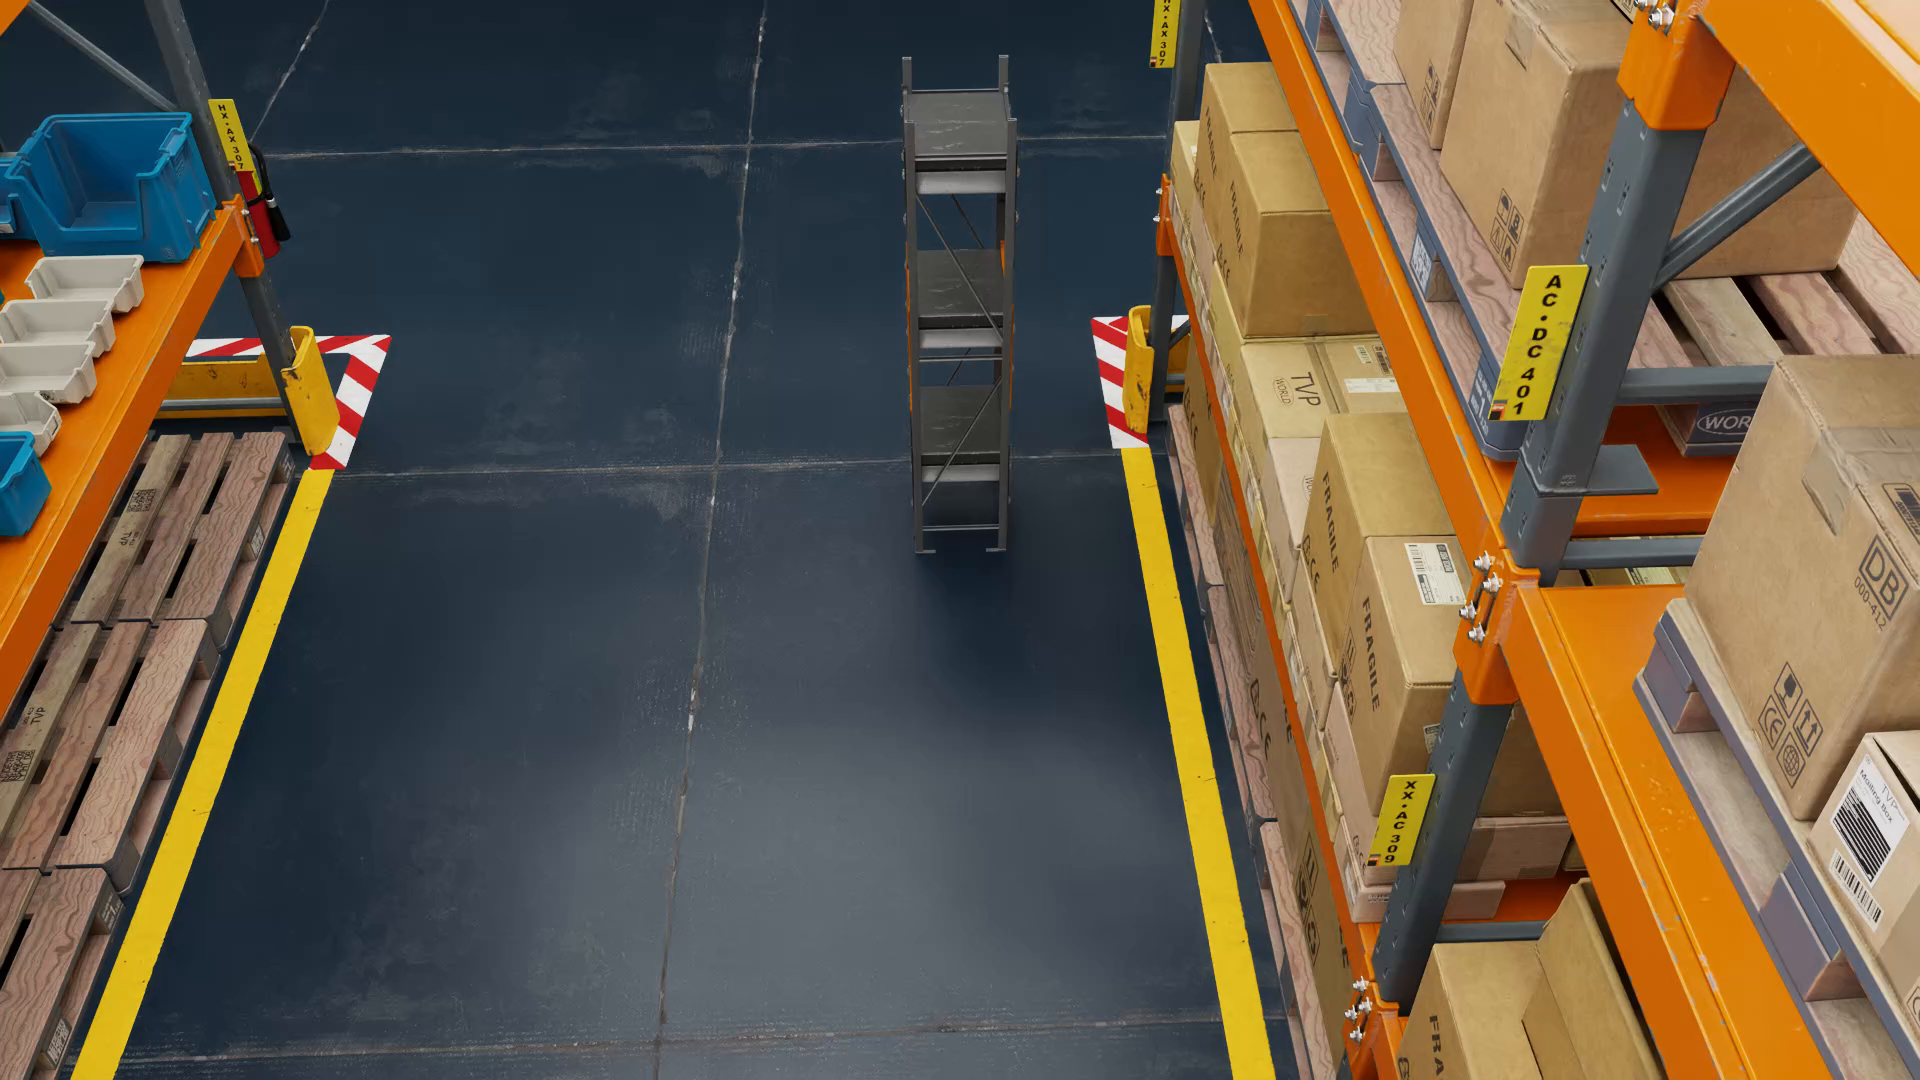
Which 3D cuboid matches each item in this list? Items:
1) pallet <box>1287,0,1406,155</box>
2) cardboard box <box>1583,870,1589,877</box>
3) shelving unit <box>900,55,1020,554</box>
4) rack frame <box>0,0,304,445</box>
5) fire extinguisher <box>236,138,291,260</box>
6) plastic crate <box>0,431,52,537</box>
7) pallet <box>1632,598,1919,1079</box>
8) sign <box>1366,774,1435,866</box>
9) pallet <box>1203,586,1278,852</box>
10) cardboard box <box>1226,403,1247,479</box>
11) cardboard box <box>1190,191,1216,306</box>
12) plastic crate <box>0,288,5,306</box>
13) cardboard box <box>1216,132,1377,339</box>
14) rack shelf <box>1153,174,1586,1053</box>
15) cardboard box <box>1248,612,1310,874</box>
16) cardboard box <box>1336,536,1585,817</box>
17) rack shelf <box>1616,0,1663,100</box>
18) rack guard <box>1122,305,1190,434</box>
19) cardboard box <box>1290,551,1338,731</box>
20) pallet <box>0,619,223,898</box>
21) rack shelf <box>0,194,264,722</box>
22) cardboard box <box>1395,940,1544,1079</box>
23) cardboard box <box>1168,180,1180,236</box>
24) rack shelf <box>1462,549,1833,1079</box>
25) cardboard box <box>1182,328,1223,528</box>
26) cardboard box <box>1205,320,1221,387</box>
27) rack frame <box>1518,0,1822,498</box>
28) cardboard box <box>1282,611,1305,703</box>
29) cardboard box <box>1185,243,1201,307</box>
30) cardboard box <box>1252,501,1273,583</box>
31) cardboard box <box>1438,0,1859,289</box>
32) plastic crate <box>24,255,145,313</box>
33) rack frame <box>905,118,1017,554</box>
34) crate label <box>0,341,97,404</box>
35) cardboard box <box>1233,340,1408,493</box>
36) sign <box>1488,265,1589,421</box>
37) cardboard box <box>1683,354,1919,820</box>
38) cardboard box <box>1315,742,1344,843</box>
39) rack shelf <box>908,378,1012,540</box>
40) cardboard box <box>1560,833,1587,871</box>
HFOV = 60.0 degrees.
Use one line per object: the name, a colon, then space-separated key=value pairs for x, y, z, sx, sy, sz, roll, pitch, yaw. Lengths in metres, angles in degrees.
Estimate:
pallet: x=1.482 y=-1.476 z=4.636 sx=1.003 sy=0.211 sz=1.213 roll=-2 pitch=43 yaw=-2
cardboard box: x=1.875 y=0.855 z=4.433 sx=0.380 sy=0.149 sz=0.250 roll=-2 pitch=43 yaw=-2
shelving unit: x=-0.007 y=-0.886 z=6.812 sx=0.431 sy=2.100 sz=0.503 roll=-2 pitch=43 yaw=-2
rack frame: x=-3.563 y=-1.587 z=6.911 sx=1.000 sy=3.000 sz=0.127 roll=-2 pitch=43 yaw=-2
fire extinguisher: x=-3.116 y=-1.536 z=7.188 sx=0.296 sy=0.674 sz=0.183 roll=-2 pitch=43 yaw=-2
plastic crate: x=-3.220 y=-0.168 z=5.443 sx=0.416 sy=0.233 sz=0.300 roll=-2 pitch=43 yaw=-2
pallet: x=1.643 y=0.554 z=2.497 sx=0.805 sy=0.209 sz=1.217 roll=-3 pitch=43 yaw=-4
sign: x=1.001 y=0.640 z=3.782 sx=0.100 sy=0.325 sz=0.005 roll=-2 pitch=43 yaw=-2
pallet: x=1.546 y=0.658 z=6.525 sx=1.003 sy=0.211 sz=1.213 roll=-2 pitch=43 yaw=-2
cardboard box: x=1.137 y=-0.349 z=5.746 sx=0.380 sy=0.149 sz=0.250 roll=-3 pitch=43 yaw=-3
cardboard box: x=1.165 y=-1.101 z=6.272 sx=0.500 sy=0.250 sz=0.500 roll=-2 pitch=43 yaw=-2
plastic crate: x=-3.854 y=-0.927 z=6.270 sx=0.416 sy=0.233 sz=0.300 roll=-2 pitch=43 yaw=-2
cardboard box: x=1.185 y=-1.041 z=5.651 sx=0.500 sy=0.500 sz=0.500 roll=-3 pitch=43 yaw=-3
rack shelf: x=1.470 y=-0.114 z=5.836 sx=1.077 sy=0.370 sz=4.000 roll=-2 pitch=43 yaw=-2
cardboard box: x=1.569 y=0.544 z=5.847 sx=0.875 sy=0.875 sz=0.875 roll=-2 pitch=43 yaw=-2
cardboard box: x=1.268 y=0.338 z=4.147 sx=0.500 sy=0.500 sz=0.500 roll=-1 pitch=43 yaw=-1
rack shelf: x=1.470 y=-2.178 z=3.944 sx=1.077 sy=0.370 sz=4.000 roll=-2 pitch=43 yaw=-2
rack guard: x=1.384 y=-0.824 z=7.928 sx=1.175 sy=0.500 sz=0.348 roll=-2 pitch=43 yaw=-2
cardboard box: x=1.250 y=0.277 z=4.768 sx=0.500 sy=0.250 sz=0.500 roll=0 pitch=43 yaw=-1
pallet: x=-3.518 y=0.821 z=6.348 sx=1.003 sy=0.211 sz=1.213 roll=-2 pitch=43 yaw=-2
rack shelf: x=-3.478 y=0.029 z=5.681 sx=1.077 sy=0.370 sz=4.000 roll=-2 pitch=43 yaw=-2
cardboard box: x=1.325 y=1.252 z=3.740 sx=0.500 sy=0.500 sz=0.500 roll=-2 pitch=43 yaw=-2
cardboard box: x=1.071 y=-1.387 z=6.879 sx=0.380 sy=0.149 sz=0.250 roll=-1 pitch=43 yaw=-1
rack shelf: x=1.640 y=1.481 z=1.876 sx=1.077 sy=0.370 sz=4.000 roll=-2 pitch=43 yaw=-2
cardboard box: x=1.492 y=-0.671 z=7.173 sx=0.875 sy=0.875 sz=0.875 roll=-2 pitch=43 yaw=-2
cardboard box: x=1.116 y=-0.694 z=6.122 sx=0.380 sy=0.149 sz=0.250 roll=-2 pitch=43 yaw=-3
rack frame: x=1.555 y=-1.240 z=2.093 sx=1.000 sy=3.000 sz=0.127 roll=-2 pitch=43 yaw=-2
cardboard box: x=1.182 y=0.347 z=4.987 sx=0.380 sy=0.149 sz=0.250 roll=-1 pitch=43 yaw=-1
cardboard box: x=1.094 y=-1.041 z=6.502 sx=0.380 sy=0.149 sz=0.250 roll=-3 pitch=43 yaw=-3
cardboard box: x=1.160 y=0.000 z=5.366 sx=0.380 sy=0.149 sz=0.250 roll=-2 pitch=43 yaw=-2
cardboard box: x=1.462 y=-0.889 z=3.471 sx=0.700 sy=0.500 sz=0.500 roll=-4 pitch=43 yaw=-4
plastic crate: x=-3.348 y=-0.966 z=6.385 sx=0.396 sy=0.136 sz=0.243 roll=-2 pitch=43 yaw=-2
rack frame: x=0.003 y=-0.721 z=6.632 sx=0.400 sy=2.100 sz=0.015 roll=-2 pitch=43 yaw=-2
crate label: x=-3.314 y=-0.583 z=5.967 sx=0.396 sy=0.136 sz=0.243 roll=-2 pitch=43 yaw=-2
cardboard box: x=1.210 y=-0.409 z=5.517 sx=0.500 sy=0.250 sz=0.500 roll=-2 pitch=43 yaw=-3
sign: x=1.001 y=-0.337 z=2.886 sx=0.100 sy=0.325 sz=0.005 roll=-2 pitch=43 yaw=-2
cardboard box: x=1.590 y=0.065 z=2.504 sx=0.700 sy=0.500 sz=0.500 roll=-1 pitch=43 yaw=-1
cardboard box: x=1.204 y=0.694 z=4.609 sx=0.380 sy=0.149 sz=0.250 roll=-1 pitch=43 yaw=-1
rack shelf: x=-0.007 y=-0.360 z=7.294 sx=0.431 sy=0.518 sz=0.480 roll=-2 pitch=43 yaw=-2
cardboard box: x=1.797 y=0.592 z=4.424 sx=0.500 sy=0.250 sz=0.500 roll=-2 pitch=43 yaw=-3
